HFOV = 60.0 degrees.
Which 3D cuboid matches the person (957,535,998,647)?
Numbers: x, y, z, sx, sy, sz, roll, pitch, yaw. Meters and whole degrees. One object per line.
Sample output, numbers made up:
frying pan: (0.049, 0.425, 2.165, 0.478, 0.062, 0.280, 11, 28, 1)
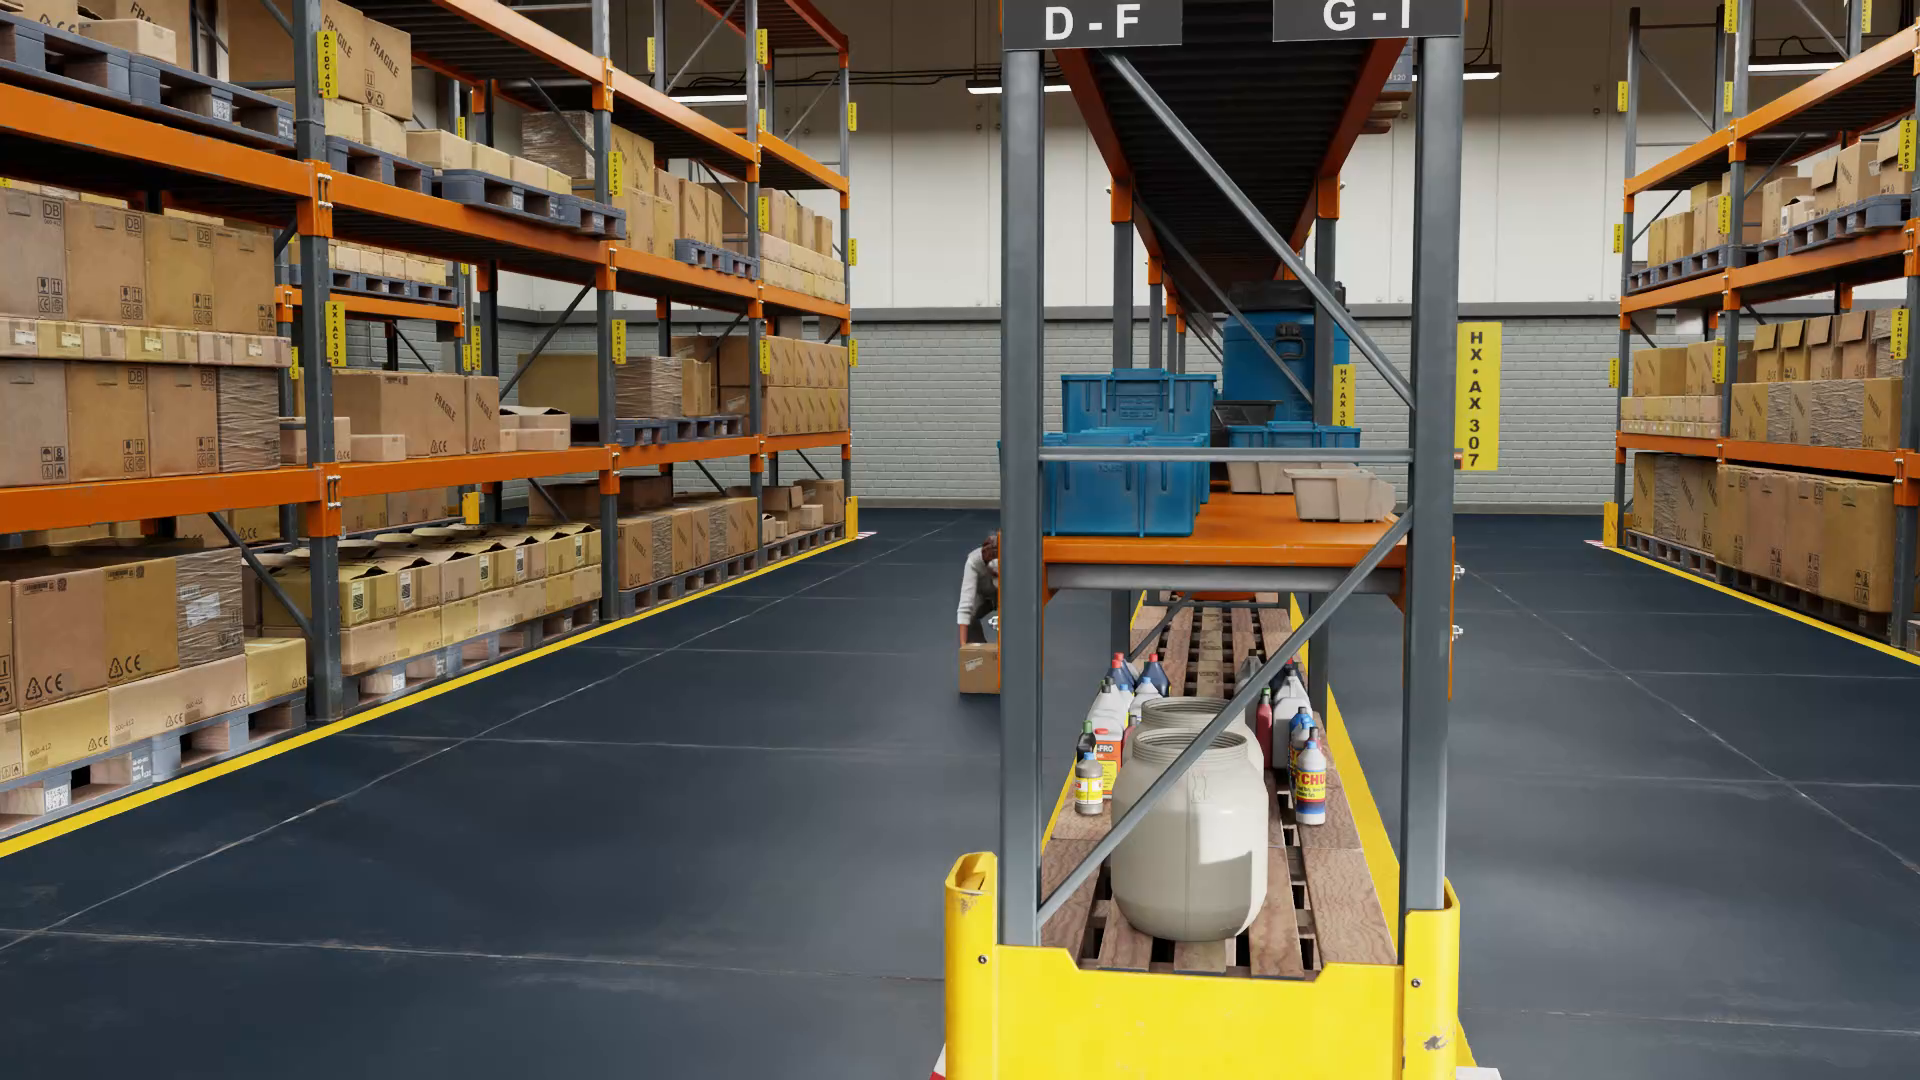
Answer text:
person: (0.217, 0.390, 9.772, 0.441, 0.879, 0.794, 1, 5, 8)
